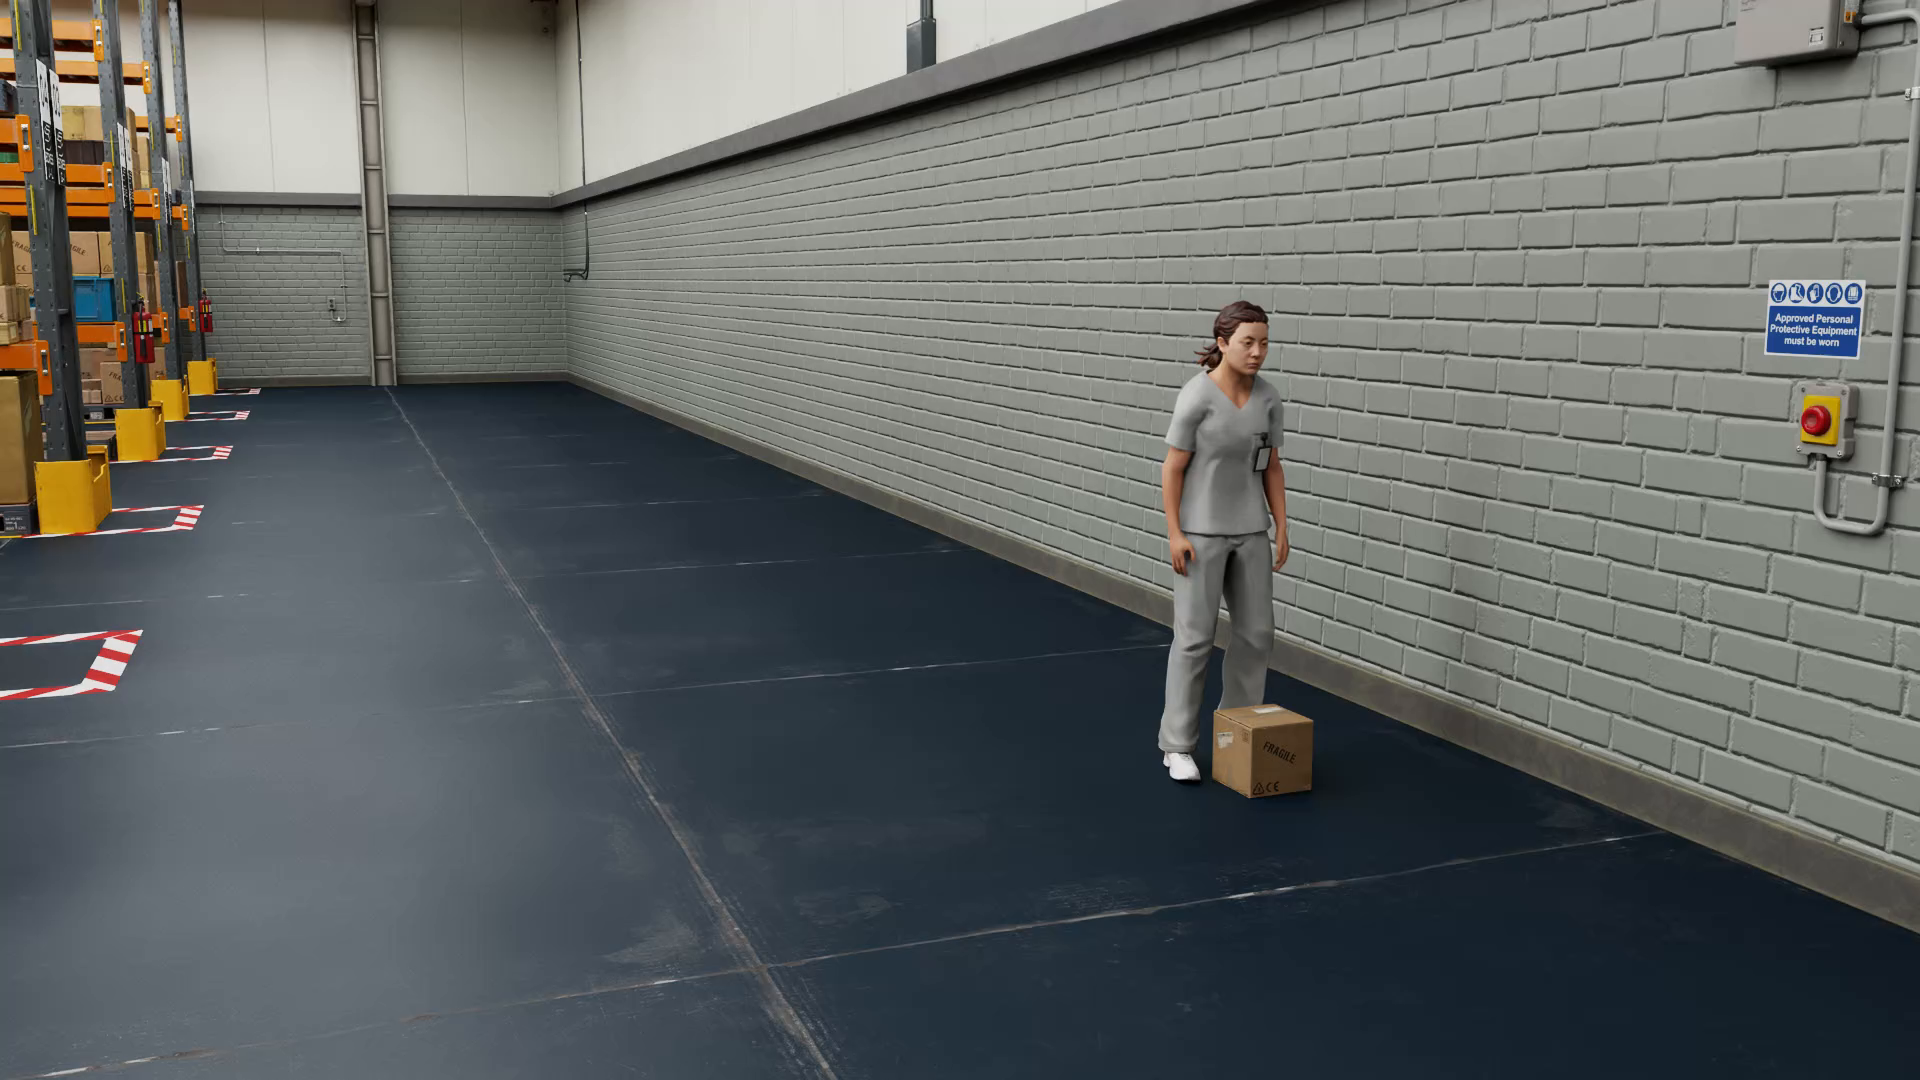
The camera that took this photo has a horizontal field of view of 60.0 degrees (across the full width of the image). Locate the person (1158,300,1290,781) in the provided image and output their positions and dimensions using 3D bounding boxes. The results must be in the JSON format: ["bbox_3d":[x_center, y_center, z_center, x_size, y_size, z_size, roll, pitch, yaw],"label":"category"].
[{"bbox_3d":[0.944,-0.005,5.898,0.488,1.673,0.359,-3,10,-21],"label":"person"}]
